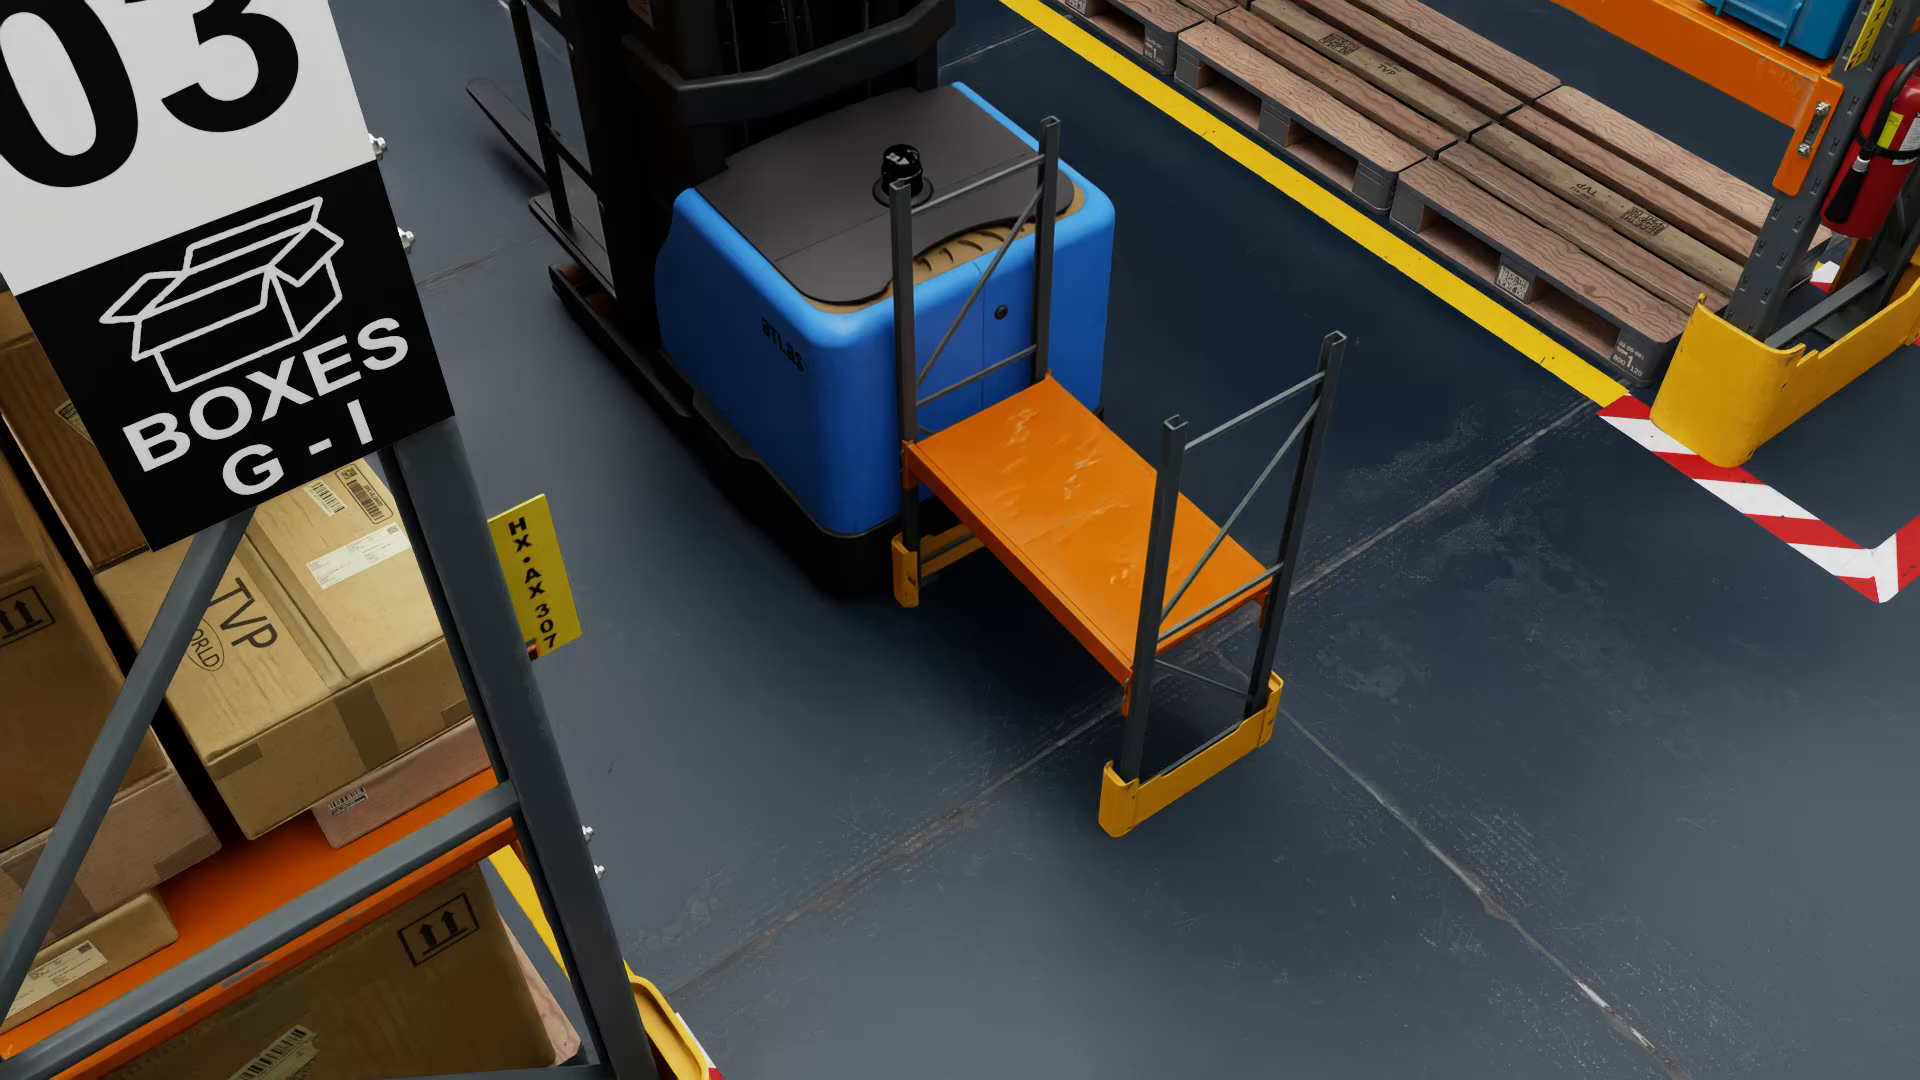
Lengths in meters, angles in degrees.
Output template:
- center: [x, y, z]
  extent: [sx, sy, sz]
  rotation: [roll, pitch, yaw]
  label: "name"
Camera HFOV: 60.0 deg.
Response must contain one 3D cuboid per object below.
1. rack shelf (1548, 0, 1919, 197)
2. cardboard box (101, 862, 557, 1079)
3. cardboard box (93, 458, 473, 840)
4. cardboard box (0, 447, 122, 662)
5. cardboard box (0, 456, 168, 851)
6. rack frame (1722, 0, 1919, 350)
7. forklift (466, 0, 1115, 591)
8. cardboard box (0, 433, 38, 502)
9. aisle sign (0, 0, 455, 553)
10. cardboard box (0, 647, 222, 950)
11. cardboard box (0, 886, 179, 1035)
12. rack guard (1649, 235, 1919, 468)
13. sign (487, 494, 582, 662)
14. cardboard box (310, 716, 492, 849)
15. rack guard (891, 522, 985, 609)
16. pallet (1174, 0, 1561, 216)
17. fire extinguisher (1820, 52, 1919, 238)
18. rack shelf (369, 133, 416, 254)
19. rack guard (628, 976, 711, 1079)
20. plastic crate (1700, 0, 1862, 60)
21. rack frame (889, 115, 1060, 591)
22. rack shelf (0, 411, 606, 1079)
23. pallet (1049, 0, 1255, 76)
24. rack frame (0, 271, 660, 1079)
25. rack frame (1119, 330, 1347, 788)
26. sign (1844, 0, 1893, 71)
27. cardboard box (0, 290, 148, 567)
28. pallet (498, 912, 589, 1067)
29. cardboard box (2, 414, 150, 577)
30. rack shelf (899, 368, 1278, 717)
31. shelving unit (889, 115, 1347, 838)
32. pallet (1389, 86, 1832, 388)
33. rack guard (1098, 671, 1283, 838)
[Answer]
- center: [1.639, -2.533, 6.007]
  extent: [1.077, 0.370, 4.000]
  rotation: [-29, 54, -24]
  label: "rack shelf"
- center: [-1.543, 0.858, 3.598]
  extent: [0.875, 0.875, 0.875]
  rotation: [-29, 54, -24]
  label: "cardboard box"
- center: [-1.168, 0.173, 2.969]
  extent: [0.500, 0.250, 0.500]
  rotation: [-31, 55, -25]
  label: "cardboard box"
- center: [-1.903, 0.111, 3.025]
  extent: [0.500, 0.250, 0.500]
  rotation: [-30, 55, -25]
  label: "cardboard box"
- center: [-1.596, 0.156, 2.478]
  extent: [0.500, 0.500, 0.500]
  rotation: [-29, 54, -24]
  label: "cardboard box"
- center: [2.850, -1.595, 4.671]
  extent: [1.000, 3.000, 0.127]
  rotation: [-29, 54, -24]
  label: "rack frame"
- center: [-0.810, -1.889, 4.984]
  extent: [1.130, 2.935, 3.031]
  rotation: [-28, 54, -23]
  label: "forklift"
- center: [-2.212, -0.189, 3.297]
  extent: [0.500, 0.250, 0.500]
  rotation: [-31, 55, -25]
  label: "cardboard box"
- center: [-0.810, -0.338, 1.777]
  extent: [0.394, 0.787, 0.004]
  rotation: [-29, 54, -24]
  label: "aisle sign"
- center: [-1.597, 0.411, 2.754]
  extent: [0.500, 0.250, 0.500]
  rotation: [-30, 55, -25]
  label: "cardboard box"
- center: [-1.570, 0.649, 2.807]
  extent: [0.380, 0.149, 0.250]
  rotation: [-28, 54, -23]
  label: "cardboard box"
- center: [2.875, -0.747, 5.590]
  extent: [1.175, 0.500, 0.348]
  rotation: [-29, 54, -24]
  label: "rack guard"
- center: [-0.647, 0.064, 2.529]
  extent: [0.100, 0.325, 0.005]
  rotation: [-29, 54, -24]
  label: "sign"
- center: [-1.044, 0.354, 3.074]
  extent: [0.380, 0.149, 0.250]
  rotation: [-29, 54, -24]
  label: "cardboard box"
- center: [0.052, -0.020, 5.099]
  extent: [0.587, 0.250, 0.087]
  rotation: [-28, 54, -23]
  label: "rack guard"
- center: [1.647, -1.881, 6.813]
  extent: [1.003, 0.211, 1.213]
  rotation: [-29, 54, -24]
  label: "pallet"
- center: [2.580, -1.151, 4.573]
  extent: [0.296, 0.674, 0.183]
  rotation: [-29, 54, -24]
  label: "fire extinguisher"
- center: [-2.303, -1.318, 2.881]
  extent: [1.077, 0.370, 4.000]
  rotation: [-29, 54, -24]
  label: "rack shelf"
- center: [-1.077, 1.481, 3.570]
  extent: [1.175, 0.500, 0.348]
  rotation: [-29, 54, -24]
  label: "rack guard"
- center: [2.498, -1.741, 4.739]
  extent: [0.616, 0.435, 0.499]
  rotation: [-29, 54, -24]
  label: "plastic crate"
- center: [0.041, -0.452, 4.647]
  extent: [0.500, 1.500, 0.032]
  rotation: [-28, 54, -23]
  label: "rack frame"
- center: [-2.303, -0.311, 3.993]
  extent: [1.077, 0.370, 4.000]
  rotation: [-29, 54, -24]
  label: "rack shelf"
- center: [0.904, -2.601, 7.465]
  extent: [1.003, 0.211, 1.213]
  rotation: [-29, 54, -24]
  label: "pallet"
- center: [-1.095, 0.628, 2.656]
  extent: [0.949, 2.616, 0.053]
  rotation: [-29, 54, -24]
  label: "rack frame"
- center: [0.633, 0.161, 4.092]
  extent: [0.500, 1.500, 0.032]
  rotation: [-28, 54, -23]
  label: "rack frame"
- center: [2.422, -1.393, 4.378]
  extent: [0.100, 0.325, 0.005]
  rotation: [-29, 54, -24]
  label: "sign"
- center: [-1.470, -0.373, 2.958]
  extent: [0.500, 0.500, 0.500]
  rotation: [-31, 55, -25]
  label: "cardboard box"
- center: [-1.638, 1.127, 4.086]
  extent: [1.003, 0.211, 1.213]
  rotation: [-29, 54, -24]
  label: "pallet"
- center: [-1.488, -0.130, 3.244]
  extent: [0.500, 0.250, 0.500]
  rotation: [-30, 54, -24]
  label: "cardboard box"
- center: [0.337, -0.025, 4.503]
  extent: [0.538, 0.185, 1.000]
  rotation: [-28, 54, -23]
  label: "rack shelf"
- center: [0.342, -0.140, 4.365]
  extent: [0.587, 1.500, 1.083]
  rotation: [-28, 54, -23]
  label: "shelving unit"
- center: [2.381, -1.162, 6.161]
  extent: [1.003, 0.211, 1.213]
  rotation: [-29, 54, -24]
  label: "pallet"
- center: [0.632, 0.580, 4.556]
  extent: [0.587, 0.250, 0.087]
  rotation: [-28, 54, -23]
  label: "rack guard"
